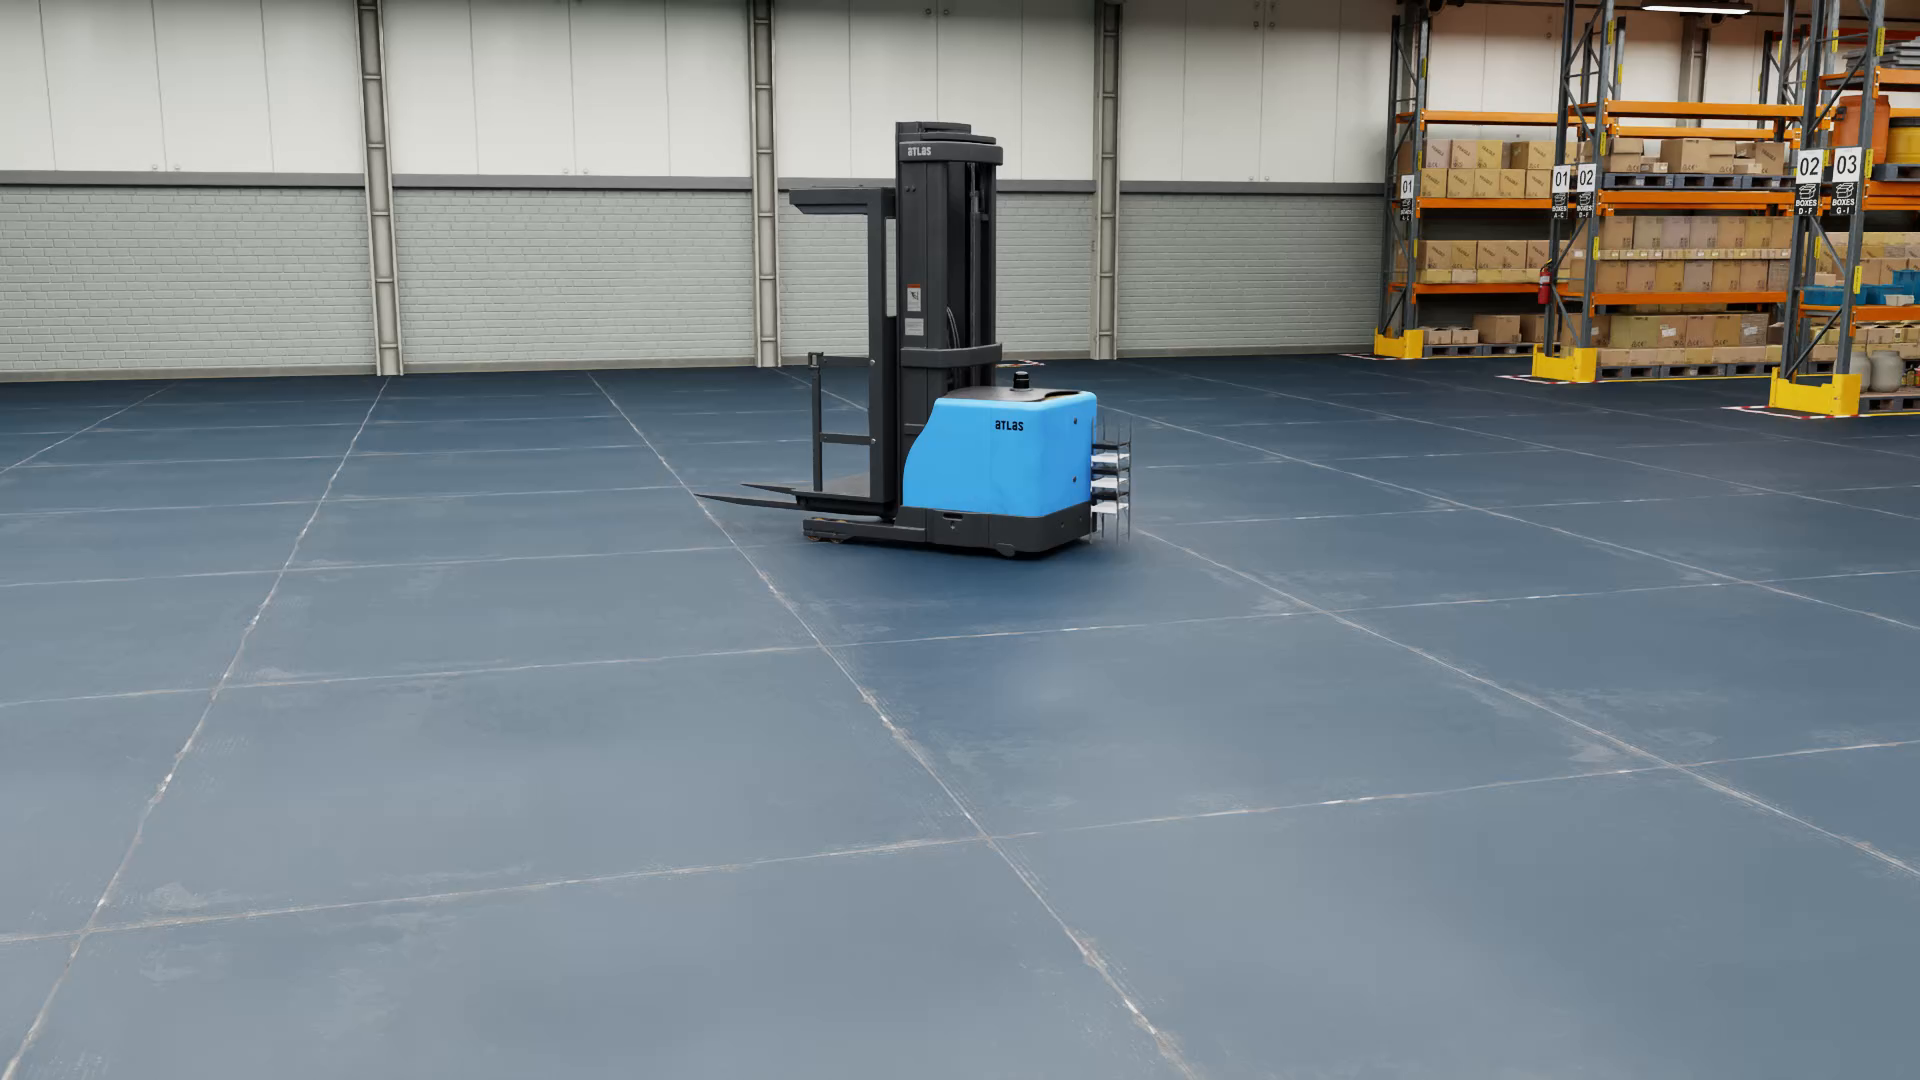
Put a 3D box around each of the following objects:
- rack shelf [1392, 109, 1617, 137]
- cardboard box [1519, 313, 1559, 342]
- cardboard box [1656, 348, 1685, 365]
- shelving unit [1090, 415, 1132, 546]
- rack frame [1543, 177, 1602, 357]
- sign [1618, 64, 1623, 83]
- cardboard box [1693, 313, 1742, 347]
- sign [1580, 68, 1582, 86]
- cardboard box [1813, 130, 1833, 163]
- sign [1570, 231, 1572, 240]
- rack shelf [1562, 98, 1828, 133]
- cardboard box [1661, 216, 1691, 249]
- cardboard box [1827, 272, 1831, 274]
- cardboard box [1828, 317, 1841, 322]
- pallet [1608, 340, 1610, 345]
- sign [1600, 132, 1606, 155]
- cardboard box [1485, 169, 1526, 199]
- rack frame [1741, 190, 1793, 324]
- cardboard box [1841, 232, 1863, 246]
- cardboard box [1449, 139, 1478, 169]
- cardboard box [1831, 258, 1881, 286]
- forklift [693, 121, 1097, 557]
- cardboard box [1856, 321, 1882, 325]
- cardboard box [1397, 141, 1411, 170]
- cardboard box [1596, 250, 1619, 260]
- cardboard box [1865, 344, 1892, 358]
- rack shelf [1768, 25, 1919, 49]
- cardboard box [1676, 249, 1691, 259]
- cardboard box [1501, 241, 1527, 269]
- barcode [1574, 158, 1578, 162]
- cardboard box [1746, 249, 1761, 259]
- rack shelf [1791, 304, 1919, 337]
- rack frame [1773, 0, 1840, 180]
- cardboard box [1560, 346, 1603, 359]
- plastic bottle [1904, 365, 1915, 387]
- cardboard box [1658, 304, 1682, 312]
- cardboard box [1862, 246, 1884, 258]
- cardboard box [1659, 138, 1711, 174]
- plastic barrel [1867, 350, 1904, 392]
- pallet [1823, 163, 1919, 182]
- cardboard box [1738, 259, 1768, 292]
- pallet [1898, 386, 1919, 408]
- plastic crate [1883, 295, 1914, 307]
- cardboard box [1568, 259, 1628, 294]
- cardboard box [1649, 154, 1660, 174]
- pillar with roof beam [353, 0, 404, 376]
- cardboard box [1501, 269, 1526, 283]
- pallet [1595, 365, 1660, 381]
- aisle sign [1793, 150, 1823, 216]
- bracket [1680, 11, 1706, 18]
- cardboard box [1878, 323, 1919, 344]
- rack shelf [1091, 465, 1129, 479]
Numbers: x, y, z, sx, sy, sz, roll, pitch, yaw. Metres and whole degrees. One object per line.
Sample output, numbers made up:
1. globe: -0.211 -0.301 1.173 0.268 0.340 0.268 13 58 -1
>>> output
1. rack shelf: 9.793 -7.507 29.967 4.000 0.370 1.077 -3 11 -16
2. cardboard box: 10.728 -3.941 30.858 0.500 0.500 0.500 -4 11 -20
3. cardboard box: 10.797 -2.844 25.645 0.500 0.250 0.500 -3 11 -16
4. shelving unit: 1.077 -0.425 11.871 0.210 0.900 0.258 5 12 27
5. rack frame: 9.261 -3.950 25.218 0.127 3.000 1.000 -3 11 -16
6. sign: 11.847 -8.367 29.842 0.005 0.325 0.100 -3 11 -16
7. cardboard box: 11.755 -3.265 25.860 0.500 0.500 0.500 -3 11 -16
8. sign: 11.553 -8.597 30.875 0.005 0.325 0.100 -3 11 -16
9. cardboard box: 13.705 -6.154 26.086 0.500 0.500 0.500 -3 11 -15
10. sign: 11.555 -5.679 31.413 0.005 0.325 0.100 -3 11 -16
11. rack shelf: 11.181 -6.451 25.326 4.000 0.370 1.077 -3 11 -16
12. cardboard box: 10.751 -4.715 25.512 0.500 0.500 0.700 -3 11 -16
13. cardboard box: 16.665 -5.123 32.226 0.250 0.149 0.380 -3 11 -17
14. cardboard box: 17.140 -4.423 32.564 0.750 0.750 0.750 -3 11 -16
15. pallet: 12.460 -3.682 31.462 1.213 0.211 1.003 -3 11 -16
16. sign: 9.410 -5.797 24.335 0.005 0.325 0.100 -3 11 -16
17. cardboard box: 9.795 -6.397 29.896 0.500 0.500 0.500 -2 11 -12
18. rack frame: 15.554 -5.216 32.094 0.127 3.000 1.000 -3 11 -16
19. cardboard box: 17.057 -5.821 32.159 0.500 0.250 0.500 -3 11 -16
20. cardboard box: 8.806 -6.831 29.489 0.500 0.500 0.500 -3 11 -17
21. cardboard box: 14.349 -4.264 26.649 0.500 0.500 0.500 -2 11 -12
22. forklift: -0.553 -1.496 12.076 3.031 2.935 1.130 6 12 28
23. cardboard box: 14.871 -3.430 27.279 0.500 0.311 0.500 -3 11 -17
24. cardboard box: 8.214 -6.904 29.887 0.500 0.500 0.500 -3 11 -13
25. cardboard box: 9.698 -4.301 25.055 0.250 0.149 0.380 -3 11 -16
26. cardboard box: 14.546 -3.036 26.690 0.500 0.250 0.500 -3 11 -18
27. rack shelf: 17.474 -9.548 31.865 4.000 0.370 1.077 -3 11 -16
28. cardboard box: 10.934 -4.366 25.411 0.250 0.149 0.380 -3 11 -17
29. cardboard box: 9.883 -5.164 30.102 0.500 0.500 0.500 -3 11 -14
30. barcode: 9.416 -5.810 25.433 0.075 0.075 0.001 -3 11 -16
31. cardboard box: 12.160 -4.430 25.759 0.250 0.149 0.380 -3 11 -16
32. rack shelf: 12.562 -2.836 21.155 4.000 0.370 1.077 -3 11 -16
33. rack frame: 13.102 -7.103 25.775 0.127 3.000 1.000 -3 11 -16
34. cardboard box: 9.693 -2.883 25.856 0.500 0.250 0.500 -3 11 -16
35. plastic bottle: 12.390 -2.148 21.714 0.133 0.283 0.061 -3 11 -15
36. cardboard box: 13.336 -4.459 31.602 0.500 0.250 0.500 -3 11 -18
37. cardboard box: 17.572 -5.479 32.369 0.500 0.500 0.500 -3 11 -14
38. cardboard box: 10.932 -5.786 25.085 0.500 0.500 0.500 -3 11 -16
39. plastic barrel: 11.734 -2.144 21.118 0.421 0.512 0.421 0 10 0
40. pallet: 11.464 -4.496 20.421 1.213 0.211 1.003 -3 11 -16
41. cardboard box: 12.173 -4.150 26.030 0.500 0.500 0.700 -3 11 -17
42. pallet: 12.652 -1.831 21.408 1.213 0.211 1.003 -3 11 -16
43. plastic crate: 11.591 -2.948 20.506 0.250 0.136 0.298 -3 11 -16
44. cardboard box: 9.713 -4.021 25.326 0.500 0.500 0.700 -3 11 -16
45. cardboard box: 10.827 -5.789 25.623 0.500 0.311 0.500 -2 11 -9
46. pillar with roof beam: -7.776 -6.288 21.348 0.400 9.000 9.100 -3 11 -16
47. cardboard box: 9.901 -4.795 30.168 0.500 0.250 0.500 -3 11 -15
48. pallet: 9.984 -2.625 25.721 1.213 0.211 1.003 -3 11 -16
49. aisle sign: 10.490 -4.415 20.565 0.004 0.787 0.394 -3 11 -16
50. bracket: 13.765 -9.938 31.235 0.430 0.232 0.235 -3 11 -16
51. cardboard box: 15.044 -3.338 26.780 0.500 0.311 0.500 -3 11 -14
52. rack shelf: 1.077 -0.481 11.861 0.200 0.077 0.258 5 12 27
